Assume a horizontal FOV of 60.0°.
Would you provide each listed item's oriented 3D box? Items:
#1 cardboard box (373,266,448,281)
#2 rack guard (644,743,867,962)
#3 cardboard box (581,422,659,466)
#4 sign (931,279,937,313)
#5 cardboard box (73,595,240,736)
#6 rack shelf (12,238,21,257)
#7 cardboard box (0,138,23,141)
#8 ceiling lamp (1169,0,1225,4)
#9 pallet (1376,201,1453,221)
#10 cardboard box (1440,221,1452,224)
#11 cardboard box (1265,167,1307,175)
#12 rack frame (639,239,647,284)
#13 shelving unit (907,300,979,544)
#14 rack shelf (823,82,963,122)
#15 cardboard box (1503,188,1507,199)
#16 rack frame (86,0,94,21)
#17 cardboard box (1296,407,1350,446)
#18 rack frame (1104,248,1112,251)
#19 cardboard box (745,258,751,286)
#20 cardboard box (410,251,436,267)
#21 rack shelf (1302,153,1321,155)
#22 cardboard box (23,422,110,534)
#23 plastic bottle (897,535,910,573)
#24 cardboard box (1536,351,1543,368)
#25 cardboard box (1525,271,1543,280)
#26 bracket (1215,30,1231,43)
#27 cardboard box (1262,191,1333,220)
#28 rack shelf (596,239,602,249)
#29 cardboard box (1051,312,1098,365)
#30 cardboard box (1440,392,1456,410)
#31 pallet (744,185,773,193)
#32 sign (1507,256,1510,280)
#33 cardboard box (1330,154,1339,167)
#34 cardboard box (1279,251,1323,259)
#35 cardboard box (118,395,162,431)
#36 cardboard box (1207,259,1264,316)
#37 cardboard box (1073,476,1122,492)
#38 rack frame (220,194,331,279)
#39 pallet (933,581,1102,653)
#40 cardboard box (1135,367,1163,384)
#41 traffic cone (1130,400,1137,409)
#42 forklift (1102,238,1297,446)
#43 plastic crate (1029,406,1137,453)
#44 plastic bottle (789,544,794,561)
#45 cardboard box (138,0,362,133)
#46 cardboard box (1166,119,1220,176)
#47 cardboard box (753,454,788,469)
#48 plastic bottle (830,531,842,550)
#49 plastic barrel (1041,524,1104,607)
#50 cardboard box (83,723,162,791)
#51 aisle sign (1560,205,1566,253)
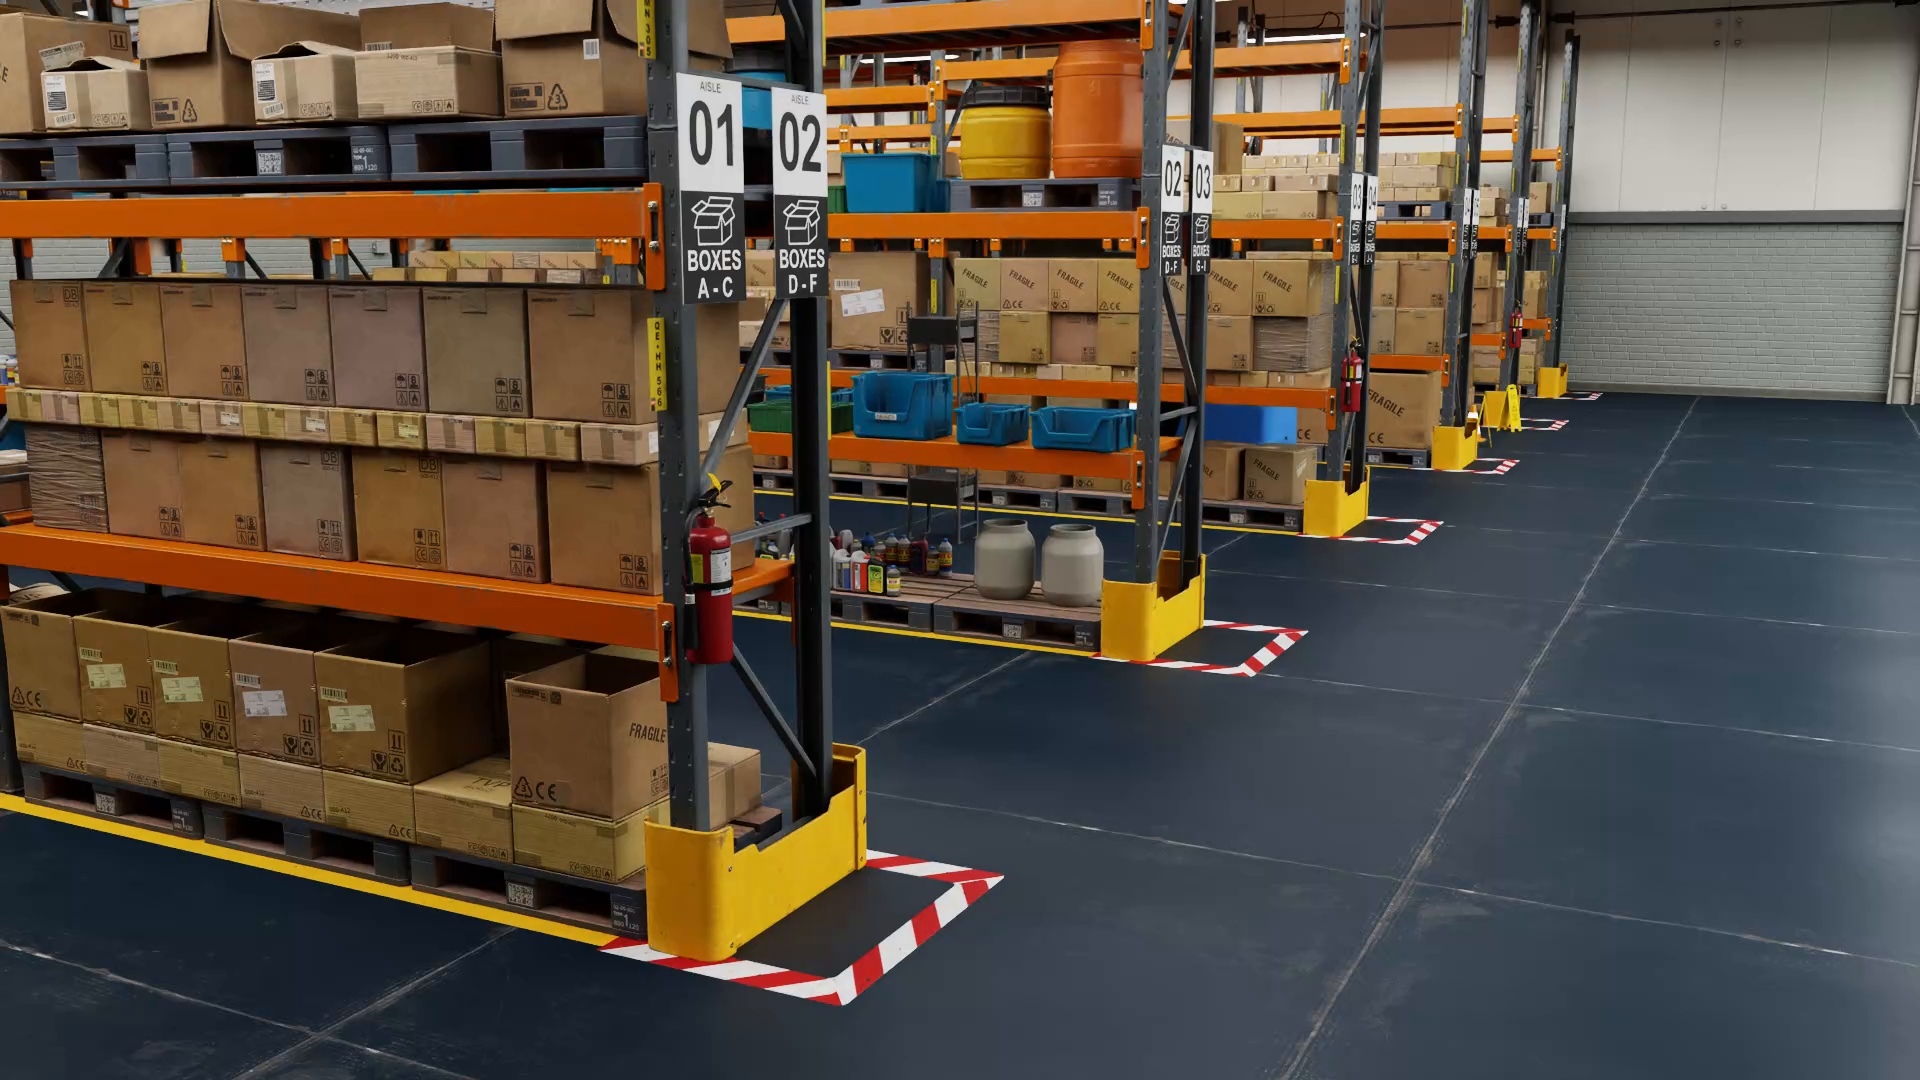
[{"bbox_3d":[-6.611,-3.040,20.058,0.637,0.503,0.797,5,11,24],"label":"cardboard box"},{"bbox_3d":[-0.791,1.214,6.675,0.348,0.500,1.175,5,11,26],"label":"rack guard"},{"bbox_3d":[-1.240,-0.386,6.394,0.250,0.149,0.380,5,11,25],"label":"cardboard box"},{"bbox_3d":[-0.256,-2.396,16.350,0.005,0.325,0.100,5,11,26],"label":"sign"},{"bbox_3d":[-3.671,0.569,7.656,0.500,0.500,0.500,5,11,26],"label":"cardboard box"},{"bbox_3d":[-11.173,-3.034,16.724,4.000,0.370,1.077,5,11,26],"label":"rack shelf"},{"bbox_3d":[-4.948,-1.992,8.189,0.500,0.250,0.500,6,12,32],"label":"cardboard box"},{"bbox_3d":[3.526,-8.963,22.649,2.000,3.185,0.800,5,11,26],"label":"ceiling lamp"},{"bbox_3d":[5.189,-3.874,19.590,1.213,0.211,1.003,5,11,26],"label":"pallet"},{"bbox_3d":[7.054,-4.559,23.837,0.250,0.149,0.380,5,12,28],"label":"cardboard box"},{"bbox_3d":[3.947,-4.302,19.833,0.500,0.250,0.500,5,11,26],"label":"cardboard box"},{"bbox_3d":[-4.902,-3.330,24.760,0.127,3.000,1.000,5,11,26],"label":"rack frame"},{"bbox_3d":[-0.148,-1.046,14.669,0.503,2.100,0.431,5,11,26],"label":"shelving unit"},{"bbox_3d":[-1.807,-4.474,17.380,4.000,0.370,1.077,5,11,26],"label":"rack shelf"},{"bbox_3d":[7.730,-4.988,23.967,0.250,0.149,0.380,5,11,25],"label":"cardboard box"},{"bbox_3d":[-10.775,-5.813,21.635,0.127,3.000,1.000,5,11,26],"label":"rack frame"},{"bbox_3d":[4.432,-1.657,20.305,0.875,0.875,0.875,5,11,25],"label":"cardboard box"},{"bbox_3d":[2.977,-4.606,31.813,0.127,3.000,1.000,5,11,26],"label":"rack frame"},{"bbox_3d":[-3.799,-4.704,29.264,0.500,0.500,0.500,5,11,25],"label":"cardboard box"},{"bbox_3d":[-8.204,-4.255,25.948,0.500,0.500,0.500,5,11,25],"label":"cardboard box"},{"bbox_3d":[4.771,-6.850,30.507,4.000,0.370,1.077,5,11,26],"label":"rack shelf"},{"bbox_3d":[-3.999,-0.349,8.007,0.500,0.500,0.700,5,11,24],"label":"cardboard box"},{"bbox_3d":[-0.413,0.097,12.249,0.097,0.271,0.097,0,10,0],"label":"plastic bottle"},{"bbox_3d":[9.822,-3.146,28.880,0.500,0.250,0.500,5,12,27],"label":"cardboard box"},{"bbox_3d":[9.737,-4.485,28.206,0.250,0.149,0.380,5,11,26],"label":"cardboard box"},{"bbox_3d":[4.760,-9.281,30.691,0.430,0.232,0.235,5,11,26],"label":"bracket"},{"bbox_3d":[3.029,-3.000,14.935,0.500,0.250,0.500,5,12,27],"label":"cardboard box"},{"bbox_3d":[-4.596,-5.408,29.840,4.000,0.370,1.077,5,11,26],"label":"rack shelf"},{"bbox_3d":[1.289,-1.997,16.281,0.500,0.500,0.875,5,11,26],"label":"cardboard box"},{"bbox_3d":[7.093,-2.059,24.280,0.500,0.250,0.500,5,11,26],"label":"cardboard box"},{"bbox_3d":[-1.515,-2.466,12.095,1.003,0.211,1.213,5,11,26],"label":"pallet"},{"bbox_3d":[7.695,-3.821,23.335,0.005,0.325,0.100,5,11,26],"label":"sign"},{"bbox_3d":[4.497,-4.437,19.463,0.250,0.149,0.380,5,11,26],"label":"cardboard box"},{"bbox_3d":[5.119,-4.073,24.940,0.500,0.500,0.700,5,11,26],"label":"cardboard box"},{"bbox_3d":[-3.552,-0.590,7.516,0.250,0.149,0.380,5,11,25],"label":"cardboard box"},{"bbox_3d":[2.520,-2.330,15.312,0.500,0.500,0.500,5,11,26],"label":"cardboard box"},{"bbox_3d":[1.436,-0.774,16.476,0.500,0.500,0.500,4,11,21],"label":"cardboard box"},{"bbox_3d":[-5.792,-1.439,14.315,0.127,3.000,1.000,5,11,26],"label":"rack frame"},{"bbox_3d":[0.567,0.500,11.430,1.213,0.211,1.003,5,11,26],"label":"pallet"},{"bbox_3d":[1.835,-1.567,15.727,0.250,0.149,0.380,5,11,26],"label":"cardboard box"},{"bbox_3d":[2.640,-2.124,25.220,0.334,0.463,0.336,5,11,26],"label":"traffic cone"},{"bbox_3d":[2.210,-2.183,18.615,3.031,2.935,1.130,6,12,29],"label":"forklift"},{"bbox_3d":[0.801,-0.728,10.799,0.616,0.251,0.499,5,11,26],"label":"plastic crate"},{"bbox_3d":[-1.114,0.141,11.785,0.185,0.351,0.144,5,11,25],"label":"plastic bottle"},{"bbox_3d":[-2.979,-1.986,7.049,0.637,0.503,0.797,7,12,32],"label":"cardboard box"},{"bbox_3d":[2.072,-3.599,15.307,0.500,0.500,0.500,5,11,26],"label":"cardboard box"},{"bbox_3d":[-1.976,-1.082,18.124,0.500,0.500,0.700,6,12,31],"label":"cardboard box"},{"bbox_3d":[-0.941,0.072,12.357,0.133,0.283,0.061,5,11,26],"label":"plastic bottle"},{"bbox_3d":[0.758,0.169,11.235,0.421,0.512,0.421,0,10,0],"label":"plastic barrel"},{"bbox_3d":[-3.672,0.938,7.720,0.500,0.250,0.500,5,11,26],"label":"cardboard box"},{"bbox_3d":[10.081,-5.203,27.810,0.004,0.787,0.394,5,11,26],"label":"aisle sign"}]
